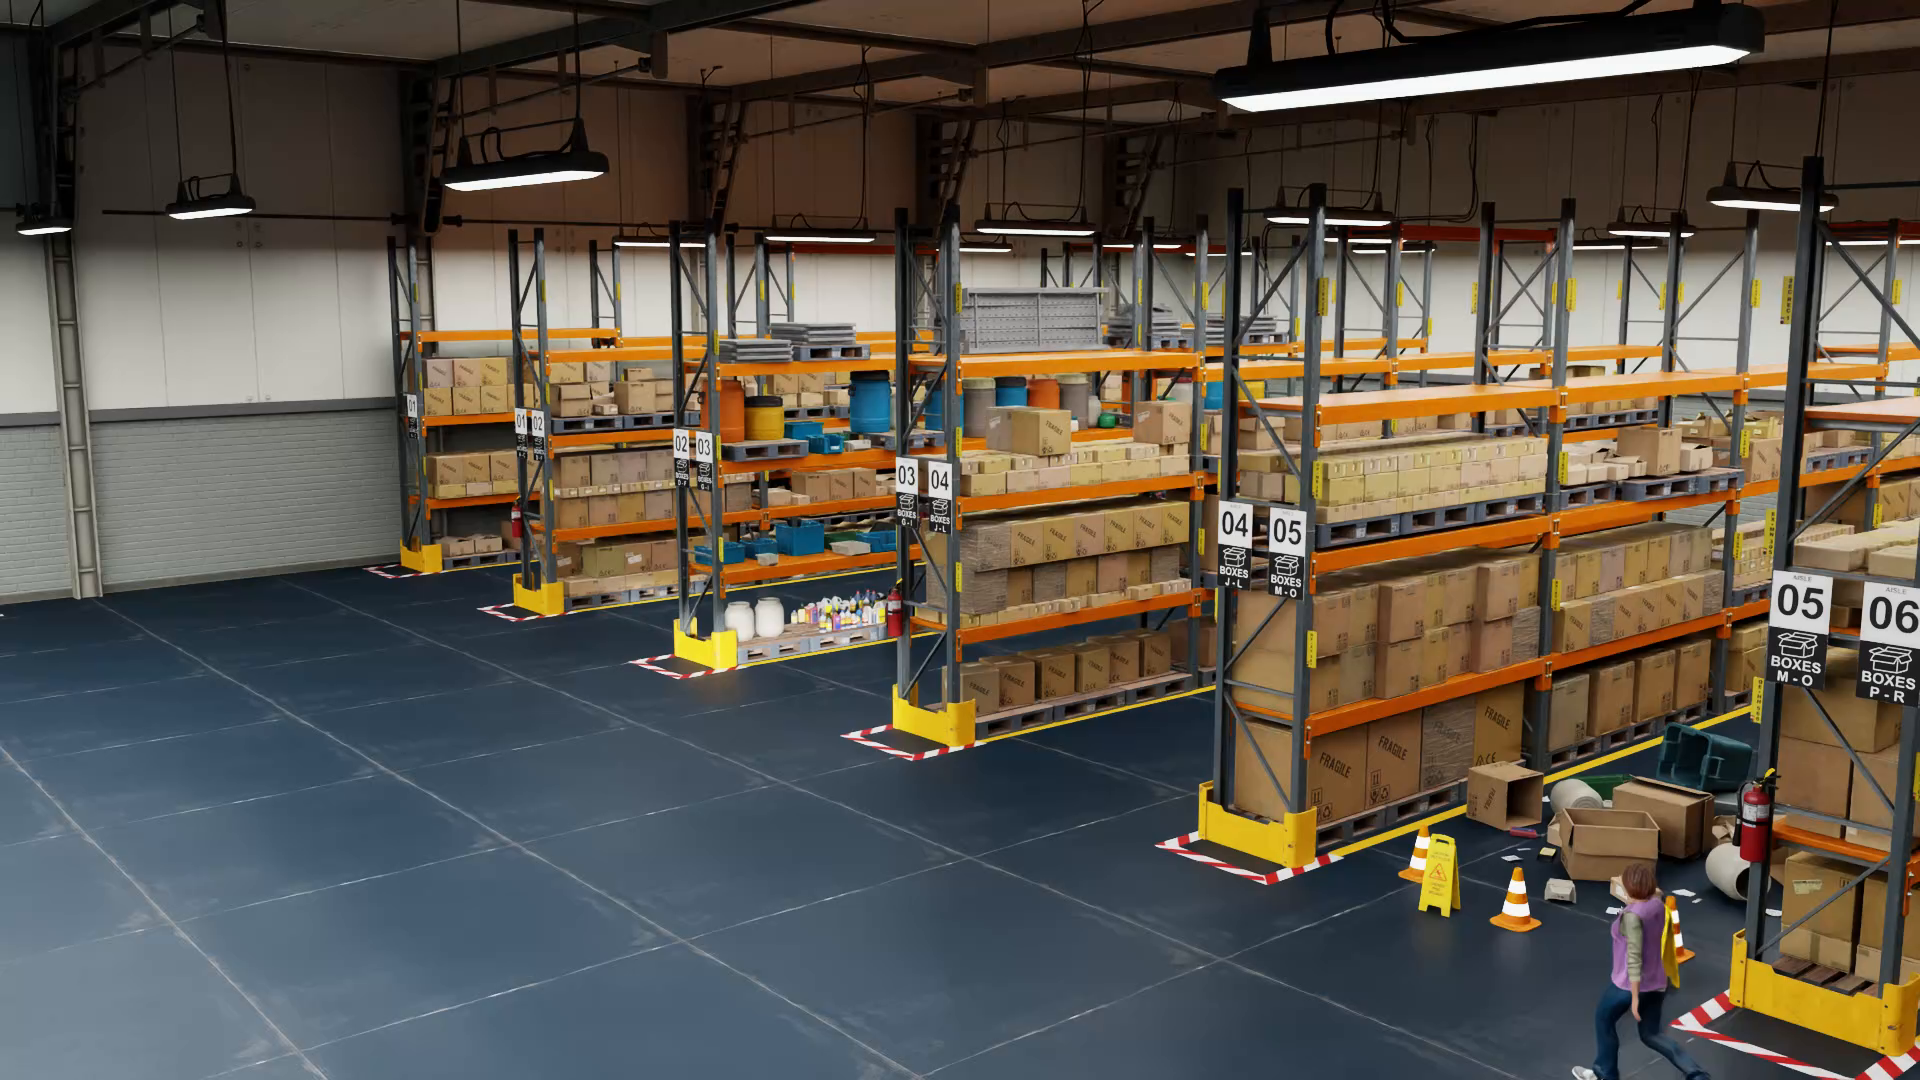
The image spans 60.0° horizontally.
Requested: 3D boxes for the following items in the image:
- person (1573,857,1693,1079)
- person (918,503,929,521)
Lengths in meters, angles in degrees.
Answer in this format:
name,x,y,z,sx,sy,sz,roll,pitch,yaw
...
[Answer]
name,x,y,z,sx,sy,sz,roll,pitch,yaw
person,4.290,2.785,10.532,0.439,1.557,0.729,-6,10,-33
person,-0.734,-1.005,34.781,0.684,1.647,0.444,-8,12,-42
